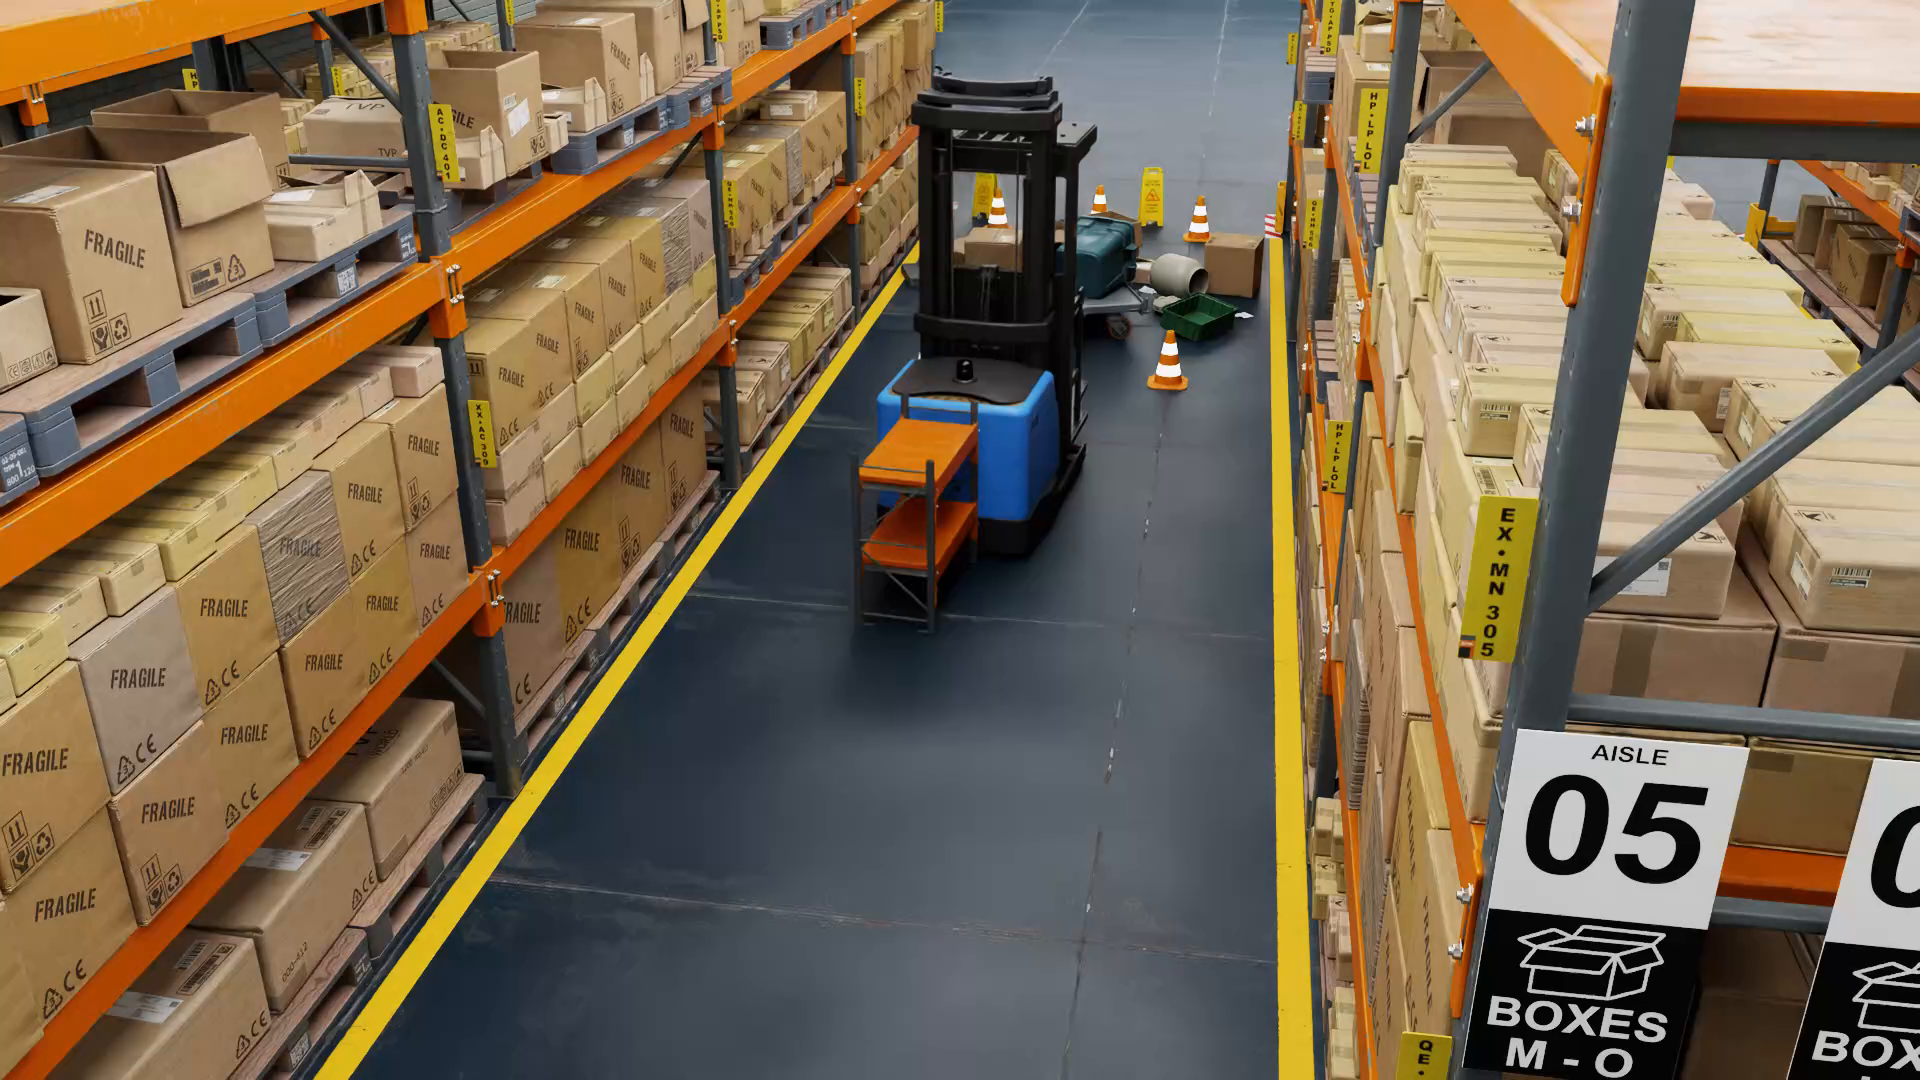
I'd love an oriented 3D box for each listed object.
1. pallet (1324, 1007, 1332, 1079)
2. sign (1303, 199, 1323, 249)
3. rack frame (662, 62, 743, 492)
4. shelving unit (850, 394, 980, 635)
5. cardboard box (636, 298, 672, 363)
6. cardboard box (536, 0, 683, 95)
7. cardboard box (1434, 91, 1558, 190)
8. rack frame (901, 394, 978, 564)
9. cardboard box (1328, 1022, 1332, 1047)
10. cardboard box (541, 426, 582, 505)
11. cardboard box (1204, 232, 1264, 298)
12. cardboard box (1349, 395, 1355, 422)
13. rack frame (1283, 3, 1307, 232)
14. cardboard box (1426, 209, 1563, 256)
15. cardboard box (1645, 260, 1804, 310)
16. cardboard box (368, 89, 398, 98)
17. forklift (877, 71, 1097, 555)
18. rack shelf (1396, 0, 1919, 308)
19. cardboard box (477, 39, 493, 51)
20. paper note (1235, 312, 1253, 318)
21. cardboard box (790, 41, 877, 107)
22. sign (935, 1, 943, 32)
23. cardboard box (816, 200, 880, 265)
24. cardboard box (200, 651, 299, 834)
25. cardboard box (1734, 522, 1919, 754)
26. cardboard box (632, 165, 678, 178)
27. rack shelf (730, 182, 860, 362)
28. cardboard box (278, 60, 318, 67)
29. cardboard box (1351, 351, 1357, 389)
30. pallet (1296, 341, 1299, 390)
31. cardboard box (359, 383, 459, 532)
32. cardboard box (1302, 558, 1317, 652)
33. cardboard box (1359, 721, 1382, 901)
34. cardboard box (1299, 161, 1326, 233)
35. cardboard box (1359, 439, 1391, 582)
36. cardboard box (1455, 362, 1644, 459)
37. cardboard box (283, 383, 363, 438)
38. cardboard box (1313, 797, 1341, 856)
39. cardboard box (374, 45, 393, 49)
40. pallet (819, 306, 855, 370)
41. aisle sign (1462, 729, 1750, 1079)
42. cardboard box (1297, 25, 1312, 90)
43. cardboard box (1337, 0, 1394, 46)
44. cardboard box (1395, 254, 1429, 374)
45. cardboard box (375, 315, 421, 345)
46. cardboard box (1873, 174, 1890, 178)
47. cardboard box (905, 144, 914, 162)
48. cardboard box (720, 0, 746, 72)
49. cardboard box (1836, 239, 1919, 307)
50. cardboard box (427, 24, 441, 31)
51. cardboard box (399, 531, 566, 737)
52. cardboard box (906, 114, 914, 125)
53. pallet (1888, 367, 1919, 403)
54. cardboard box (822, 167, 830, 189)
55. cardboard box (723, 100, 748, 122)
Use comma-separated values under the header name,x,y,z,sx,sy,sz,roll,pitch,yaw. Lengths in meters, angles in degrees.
name,x,y,z,sx,sy,sz,roll,pitch,yaw
pallet,1.887,2.263,6.165,1.003,0.211,1.213,4,25,9
sign,2.265,-2.029,10.681,0.100,0.325,0.005,4,25,9
rack frame,-2.087,-1.768,11.489,1.000,3.000,0.127,4,25,9
shelving unit,-0.262,-0.180,10.308,0.538,1.125,1.048,6,26,13
cardboard box,-2.059,-1.276,10.026,0.500,0.250,0.500,3,25,7
cardboard box,-2.061,-2.935,9.830,0.700,0.500,0.500,3,25,6
cardboard box,2.330,-1.539,6.849,0.700,0.500,0.500,4,25,9
rack frame,-0.131,-0.388,10.753,0.500,1.125,0.032,6,26,13
cardboard box,1.611,1.982,6.345,0.380,0.149,0.250,3,25,7
cardboard box,-2.325,-0.410,8.764,0.500,0.250,0.500,3,25,7
cardboard box,2.708,-2.730,16.489,0.500,0.500,0.500,8,26,18
cardboard box,2.199,-0.623,8.493,0.380,0.149,0.250,3,25,6
rack frame,4.120,-4.813,17.995,1.000,3.000,0.127,4,25,9
cardboard box,1.701,-0.952,5.324,0.380,0.149,0.250,3,25,7
cardboard box,2.171,-0.692,4.769,0.380,0.149,0.250,4,25,8
cardboard box,-5.932,-4.215,16.599,0.500,0.500,0.500,4,25,9
forklift,0.318,-1.833,11.710,1.130,2.935,3.031,6,26,13
rack shelf,1.832,-1.348,4.367,1.077,0.370,4.000,4,25,9
cardboard box,-5.470,-5.522,18.626,0.380,0.149,0.250,4,25,9
paper note,2.683,-2.140,15.785,0.147,0.020,0.142,-14,29,-27
cardboard box,-1.148,-4.243,15.128,0.700,0.500,0.500,4,25,8
sign,-0.235,-5.735,18.225,0.100,0.325,0.005,4,25,9
cardboard box,-1.071,-2.954,15.885,0.500,0.500,0.500,5,26,11
cardboard box,-2.811,0.716,6.064,0.500,0.500,0.500,5,26,10
cardboard box,1.835,0.192,3.351,0.500,0.250,0.500,4,25,9
cardboard box,-2.287,-2.348,11.763,0.500,0.500,0.500,3,25,7
rack shelf,-1.760,-2.279,13.429,1.077,0.370,4.000,4,25,9
cardboard box,-6.465,-4.625,16.360,0.380,0.149,0.250,4,25,8
cardboard box,2.246,-0.867,8.663,0.380,0.149,0.250,3,25,6
pallet,3.415,-1.550,14.312,1.003,0.211,1.213,4,25,9
cardboard box,-2.545,-0.377,7.220,0.500,0.500,0.500,4,25,8
cardboard box,2.204,0.392,9.328,0.500,0.500,0.500,3,25,7
cardboard box,1.579,0.857,5.412,0.500,0.500,0.500,5,26,11
cardboard box,3.033,-2.773,13.518,0.500,0.500,0.500,4,25,9
cardboard box,1.775,-0.038,6.144,0.500,0.500,0.500,3,25,7
cardboard box,1.384,-0.300,3.932,0.380,0.149,0.250,4,25,9
cardboard box,-2.678,-0.530,6.781,0.380,0.149,0.250,4,25,9
cardboard box,1.784,1.301,7.449,0.380,0.149,0.250,5,26,11
cardboard box,-5.831,-5.020,17.202,0.380,0.149,0.250,4,25,9
pallet,-1.559,-1.852,14.959,1.003,0.211,1.213,4,25,9
aisle sign,1.198,0.711,3.127,0.394,0.787,0.004,4,25,9
cardboard box,3.797,-4.757,16.423,0.875,0.550,0.550,4,25,9
cardboard box,2.688,-3.479,11.098,0.500,0.311,0.500,4,25,9
cardboard box,1.662,-0.709,5.276,0.500,0.250,0.500,4,25,9
cardboard box,-2.915,-0.798,8.118,0.500,0.500,0.500,5,26,10
cardboard box,8.341,-3.163,14.766,0.380,0.149,0.250,4,25,9
cardboard box,-0.691,-4.076,17.518,0.380,0.149,0.250,4,25,9
cardboard box,-1.922,-3.568,11.678,0.700,0.500,0.500,4,25,9
cardboard box,8.558,-2.482,15.468,0.500,0.500,0.500,2,25,4
cardboard box,-6.048,-5.698,18.650,0.380,0.149,0.250,5,26,10
cardboard box,-2.718,0.412,8.842,0.875,0.875,0.875,5,26,10
cardboard box,-0.637,-4.500,17.622,0.380,0.149,0.250,4,25,9
pallet,8.218,-1.166,13.492,1.003,0.211,1.213,4,25,9
cardboard box,-1.312,-3.064,14.058,0.380,0.149,0.250,4,25,8
cardboard box,-1.935,-3.471,13.399,0.380,0.149,0.250,5,26,11
